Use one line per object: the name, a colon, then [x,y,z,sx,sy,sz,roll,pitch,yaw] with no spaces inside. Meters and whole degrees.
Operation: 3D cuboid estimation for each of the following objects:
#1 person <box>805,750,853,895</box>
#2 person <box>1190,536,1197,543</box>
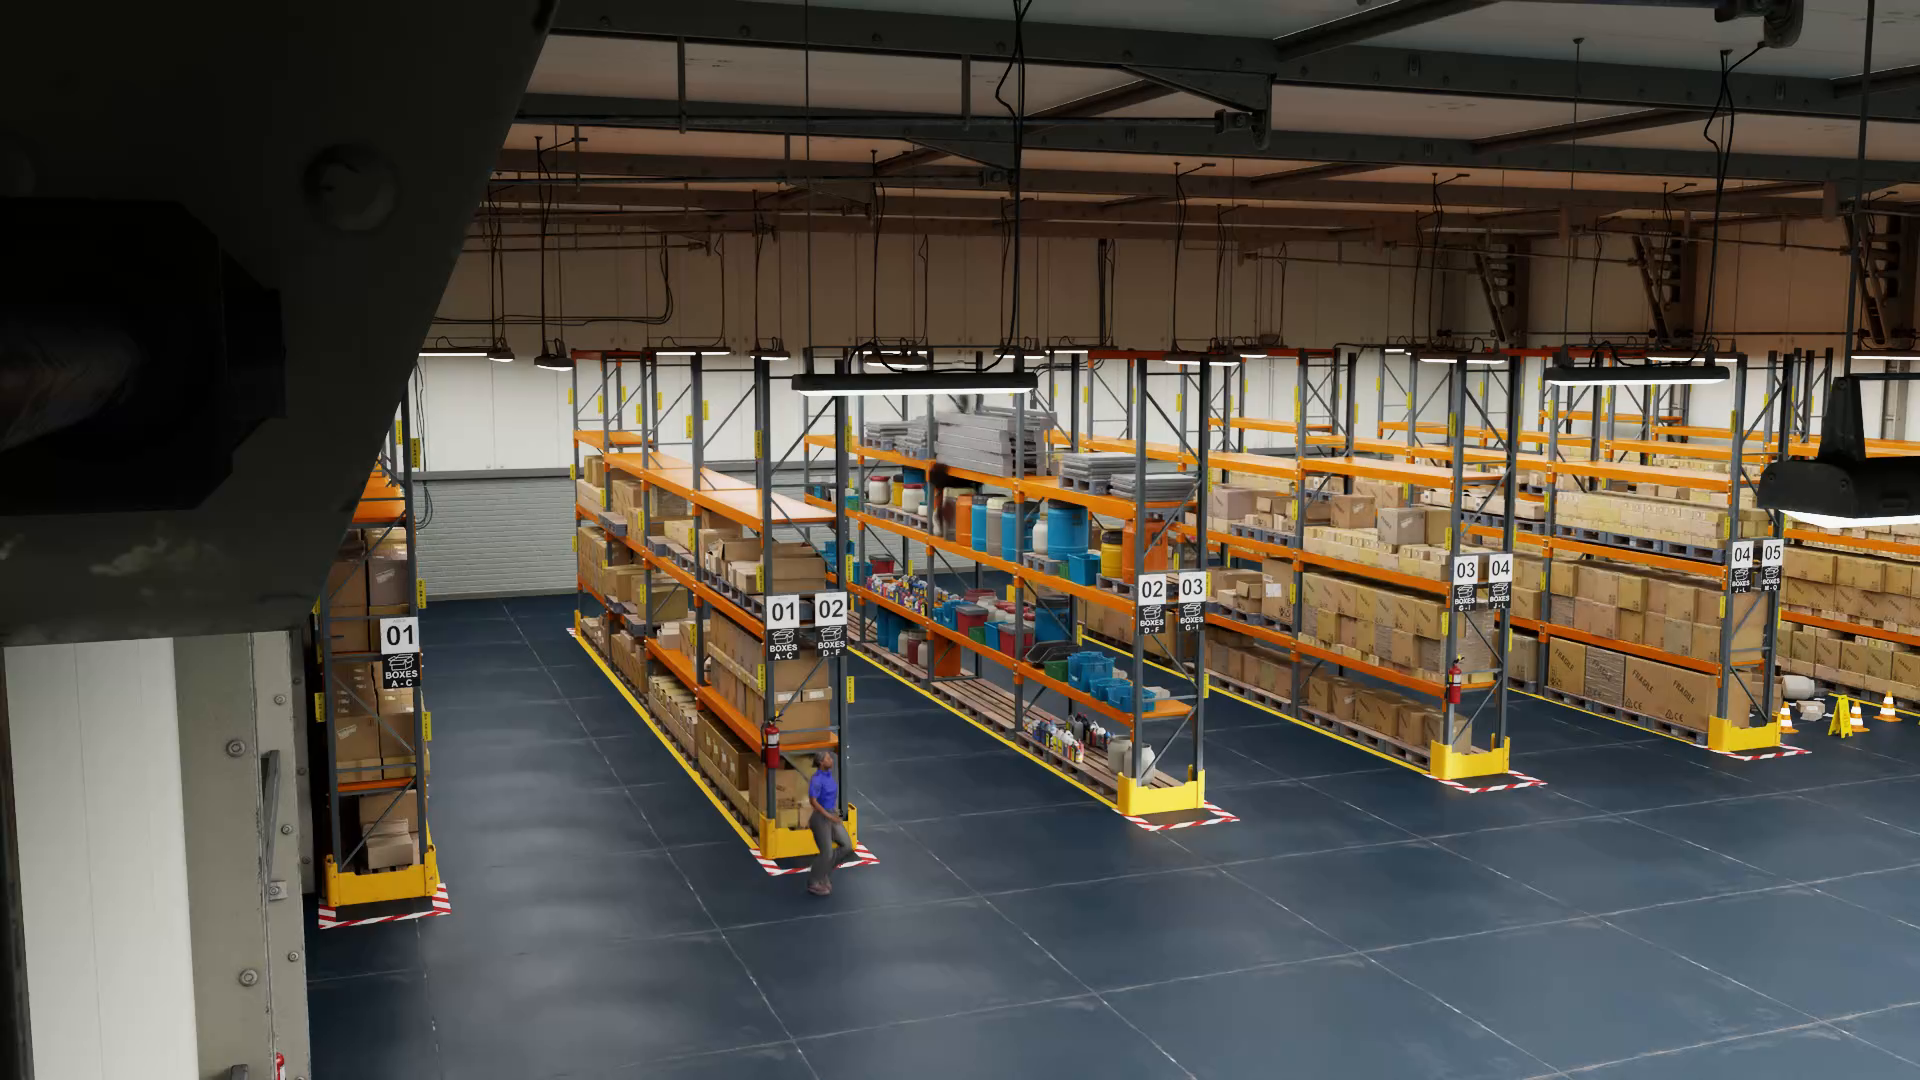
person: [-1.480,3.196,18.907,0.530,1.607,0.616,3,8,20]
person: [5.323,0.744,38.010,0.690,1.735,0.534,-3,8,-20]
